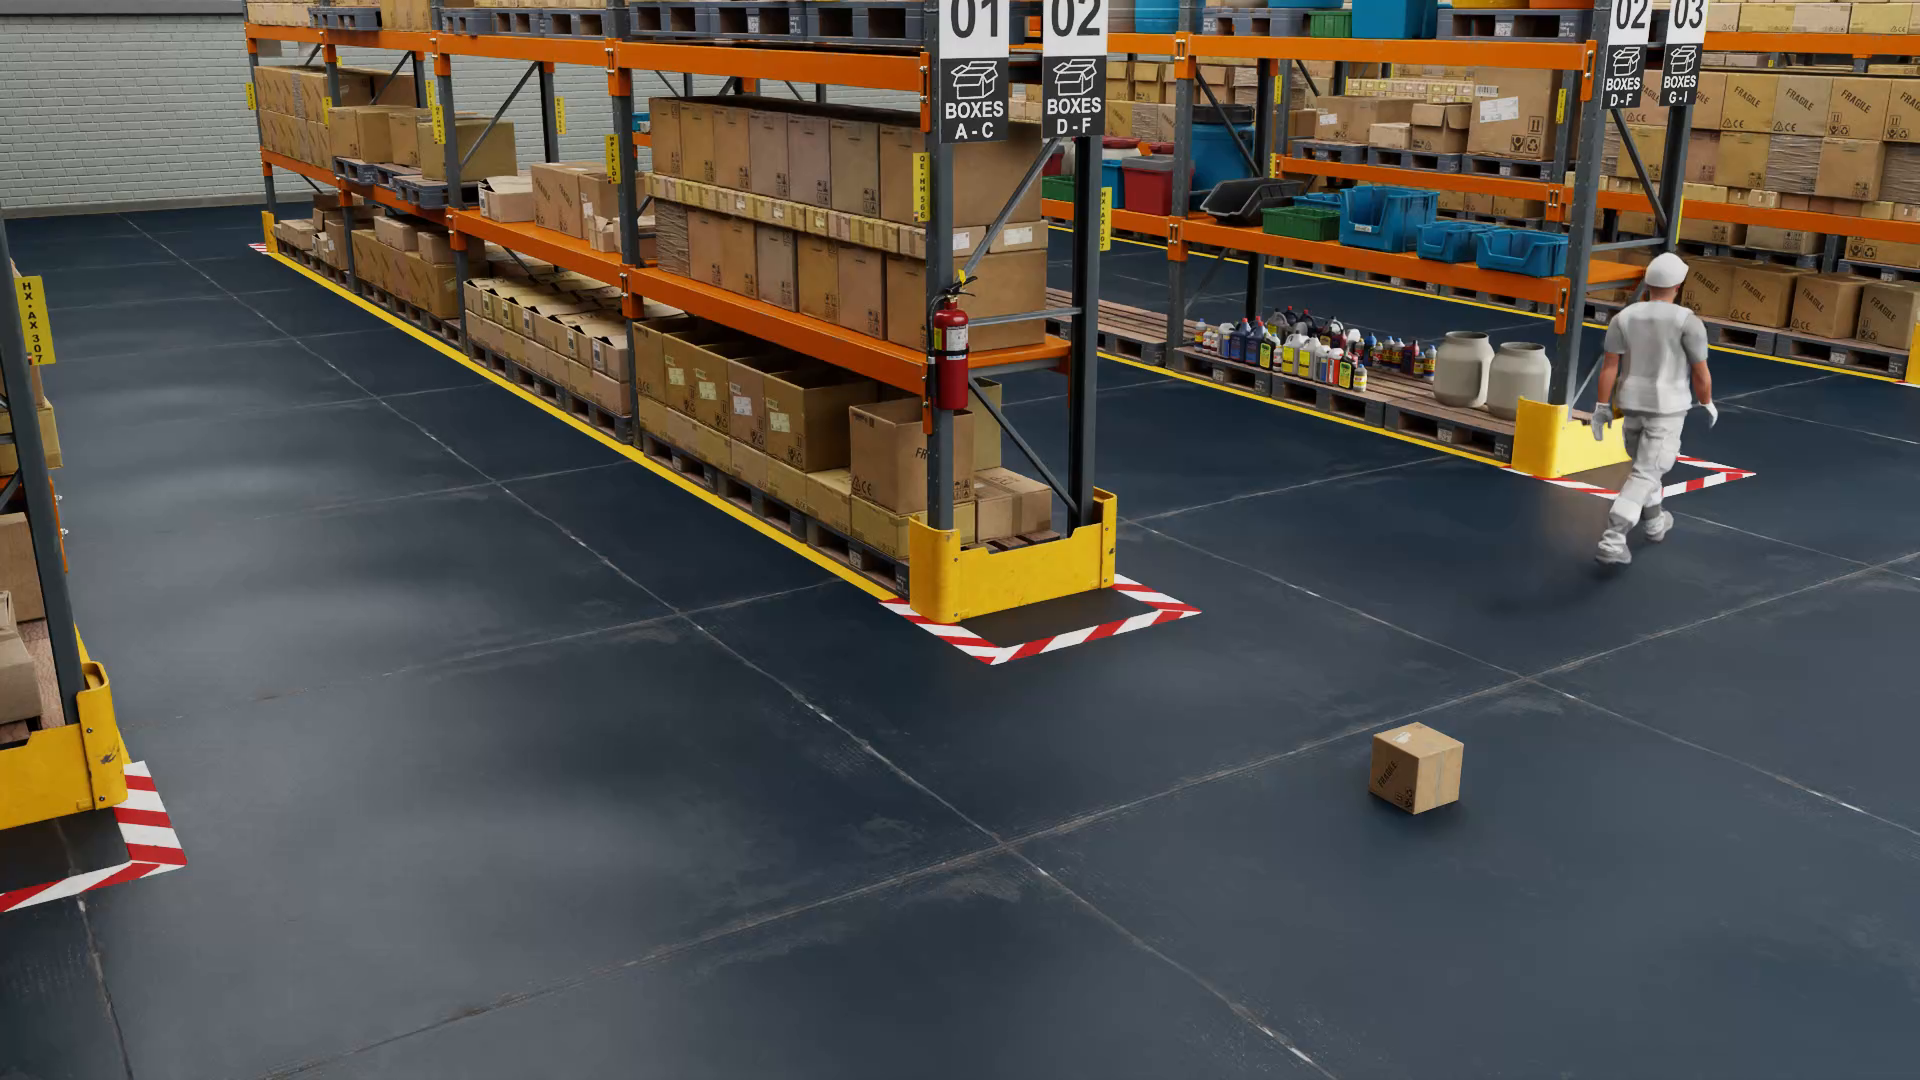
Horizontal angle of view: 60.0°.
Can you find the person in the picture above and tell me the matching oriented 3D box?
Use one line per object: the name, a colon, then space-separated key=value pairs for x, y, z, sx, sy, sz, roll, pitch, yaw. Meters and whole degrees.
person: x=3.924 y=-0.747 z=9.332 sx=1.070 sy=1.738 sz=0.536 roll=-14 pitch=23 yaw=-37
